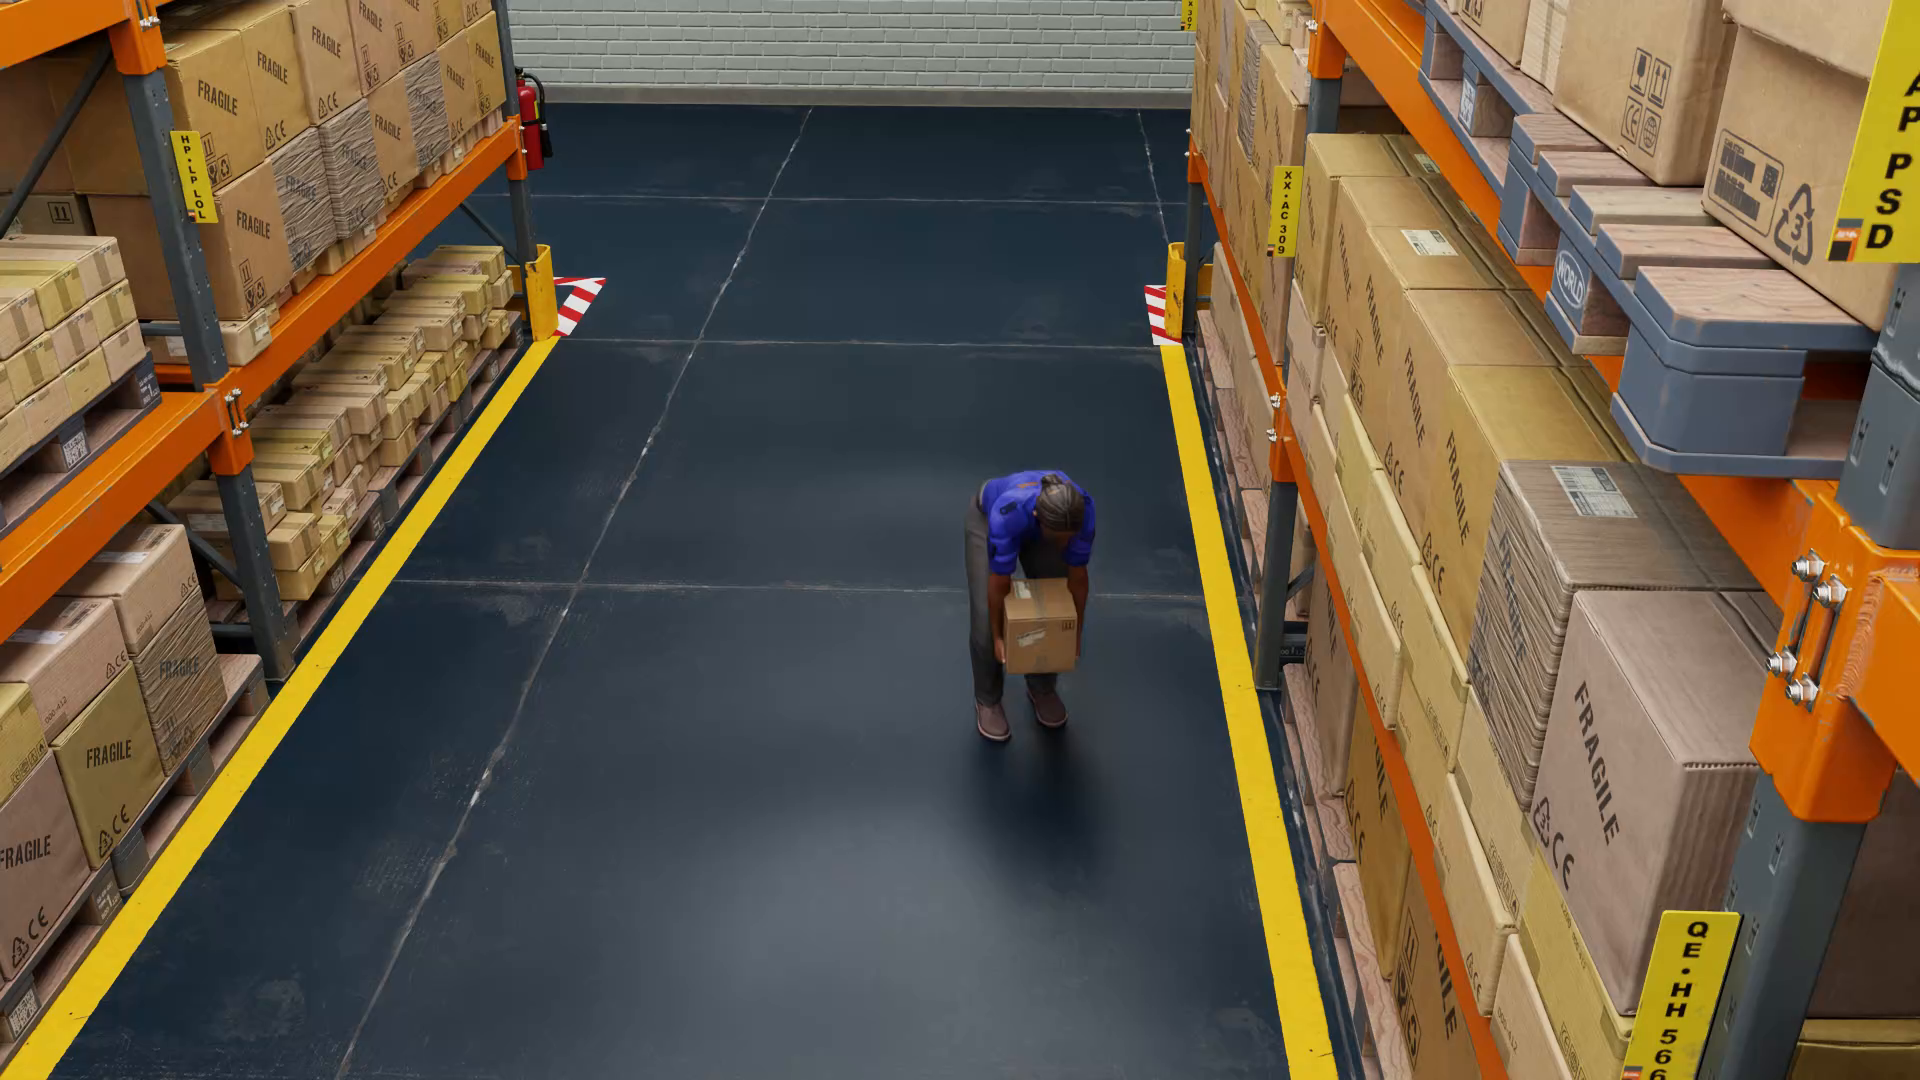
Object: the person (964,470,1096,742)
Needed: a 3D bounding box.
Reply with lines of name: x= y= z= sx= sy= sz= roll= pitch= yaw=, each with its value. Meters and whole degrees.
person: x=0.267 y=0.226 z=6.145 sx=0.407 sy=1.251 sz=0.825 roll=-6 pitch=29 yaw=-12
